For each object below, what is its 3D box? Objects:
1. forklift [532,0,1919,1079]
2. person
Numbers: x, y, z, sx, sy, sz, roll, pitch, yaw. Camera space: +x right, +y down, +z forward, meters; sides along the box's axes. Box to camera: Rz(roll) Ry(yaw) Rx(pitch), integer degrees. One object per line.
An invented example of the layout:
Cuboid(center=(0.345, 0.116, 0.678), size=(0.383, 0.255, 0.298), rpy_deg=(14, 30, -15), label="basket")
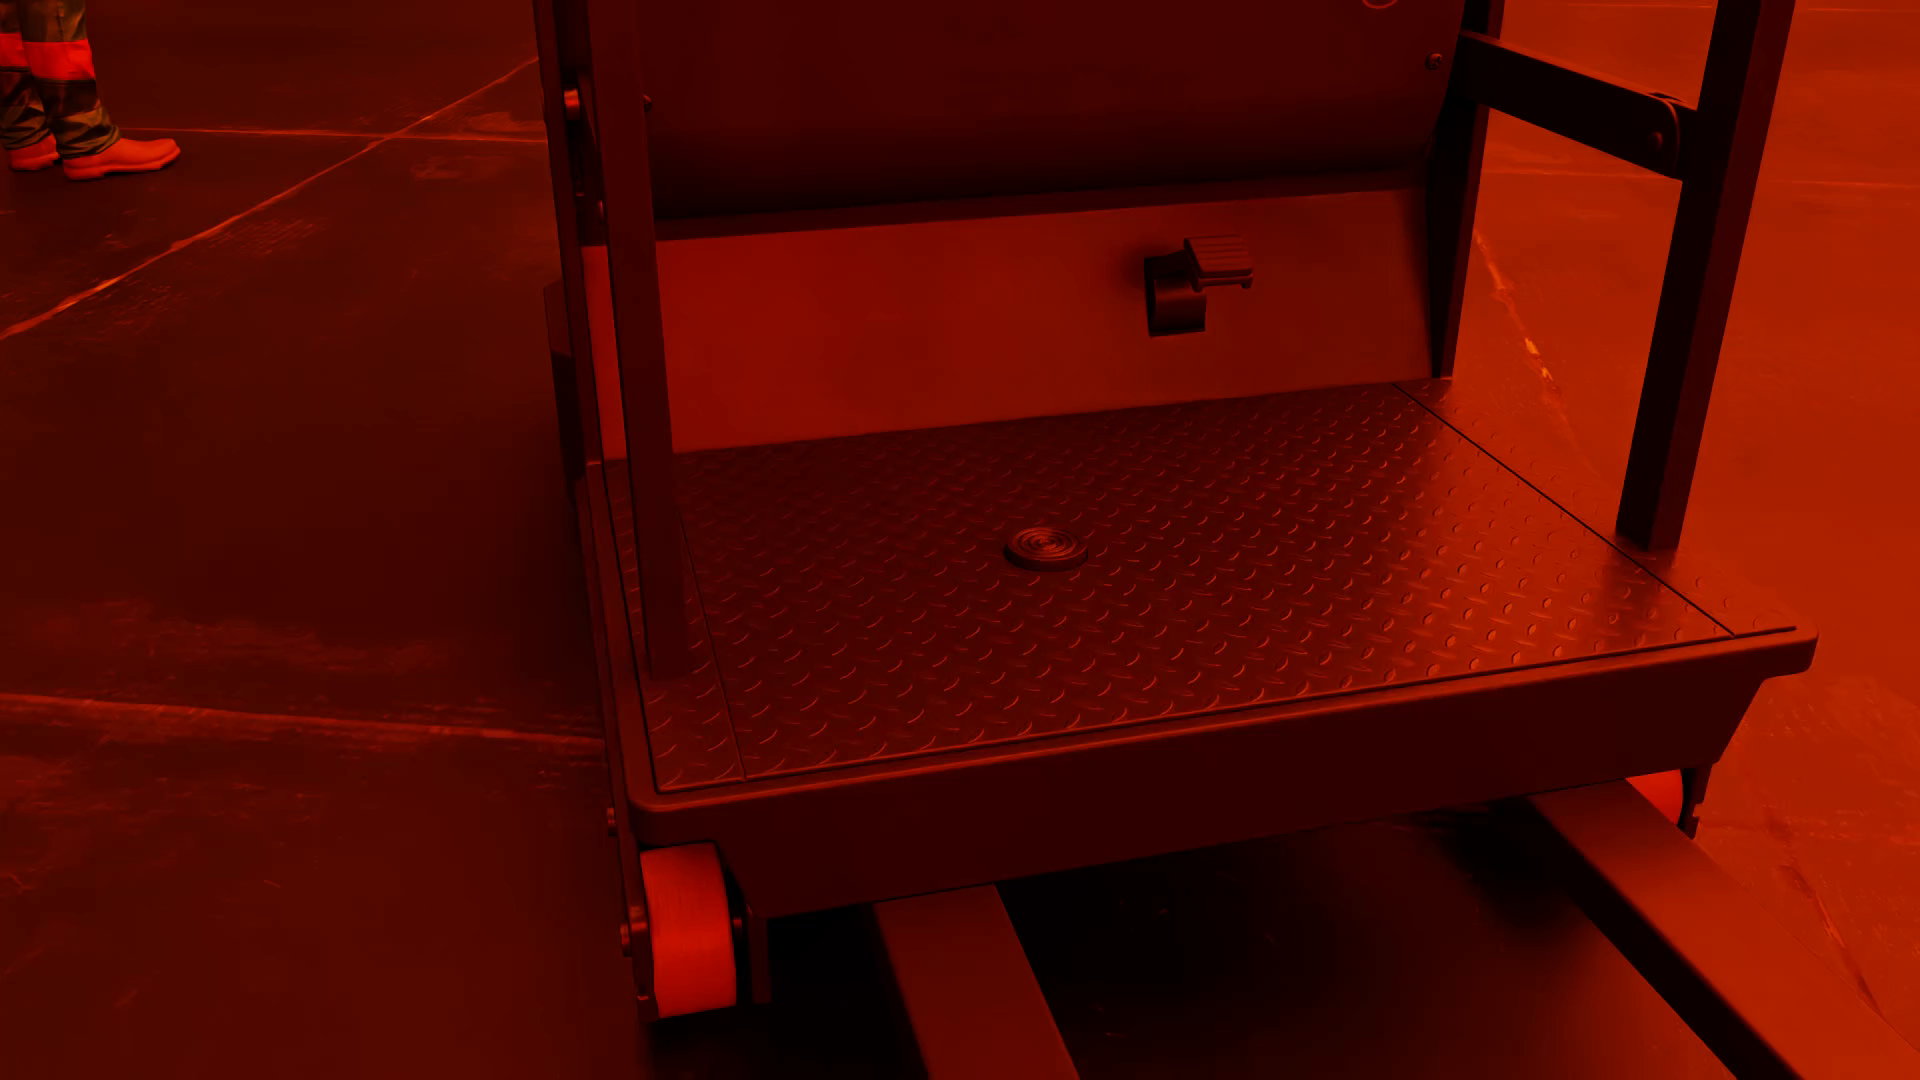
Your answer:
Cuboid(center=(0.153, -1.049, 1.319), size=(1.130, 2.935, 3.031), rpy_deg=(-7, 27, -13), label="forklift")
Cuboid(center=(-2.409, -1.831, 4.165), size=(0.552, 1.795, 0.352), rpy_deg=(17, 31, 30), label="person")
